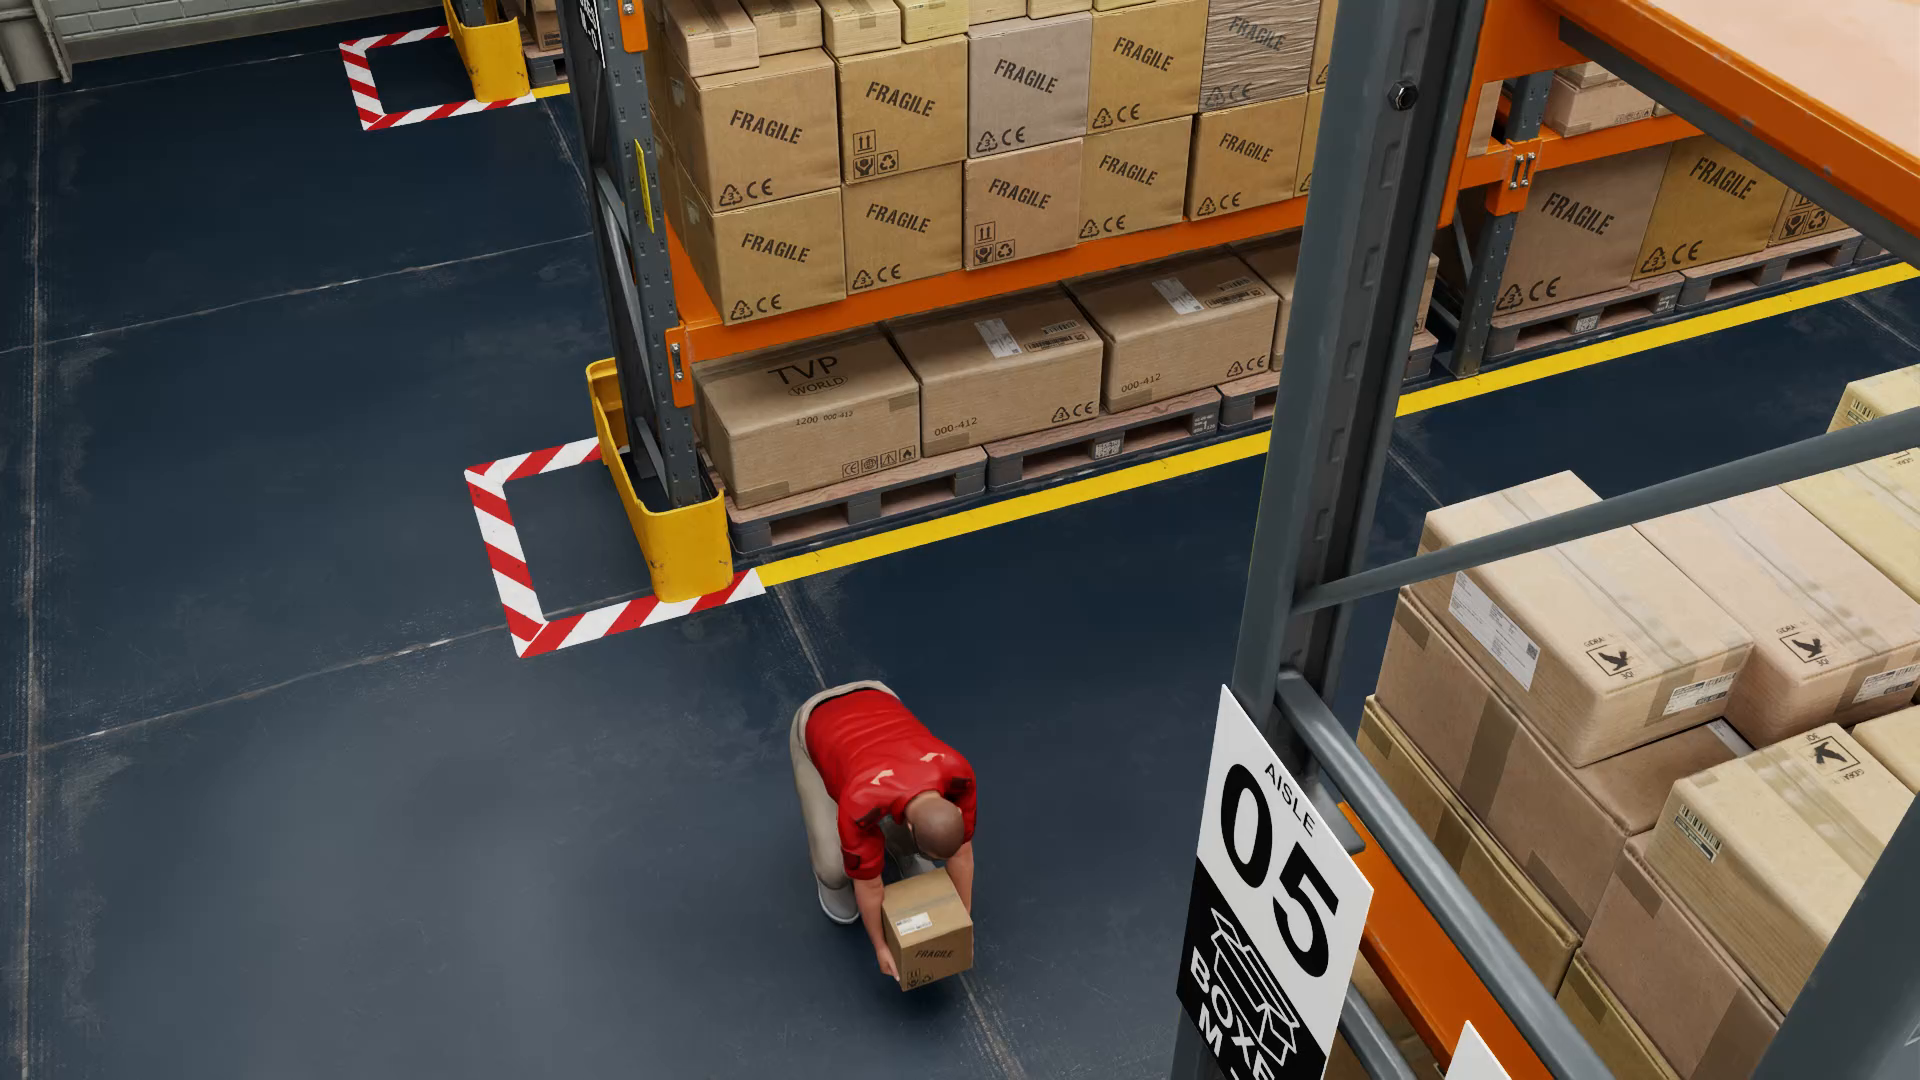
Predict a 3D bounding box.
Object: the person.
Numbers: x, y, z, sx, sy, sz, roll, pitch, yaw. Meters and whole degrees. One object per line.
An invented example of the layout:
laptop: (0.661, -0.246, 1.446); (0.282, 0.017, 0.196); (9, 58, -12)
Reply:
person: (-0.245, 0.967, 5.647); (0.539, 0.980, 0.931); (-17, 44, -18)
